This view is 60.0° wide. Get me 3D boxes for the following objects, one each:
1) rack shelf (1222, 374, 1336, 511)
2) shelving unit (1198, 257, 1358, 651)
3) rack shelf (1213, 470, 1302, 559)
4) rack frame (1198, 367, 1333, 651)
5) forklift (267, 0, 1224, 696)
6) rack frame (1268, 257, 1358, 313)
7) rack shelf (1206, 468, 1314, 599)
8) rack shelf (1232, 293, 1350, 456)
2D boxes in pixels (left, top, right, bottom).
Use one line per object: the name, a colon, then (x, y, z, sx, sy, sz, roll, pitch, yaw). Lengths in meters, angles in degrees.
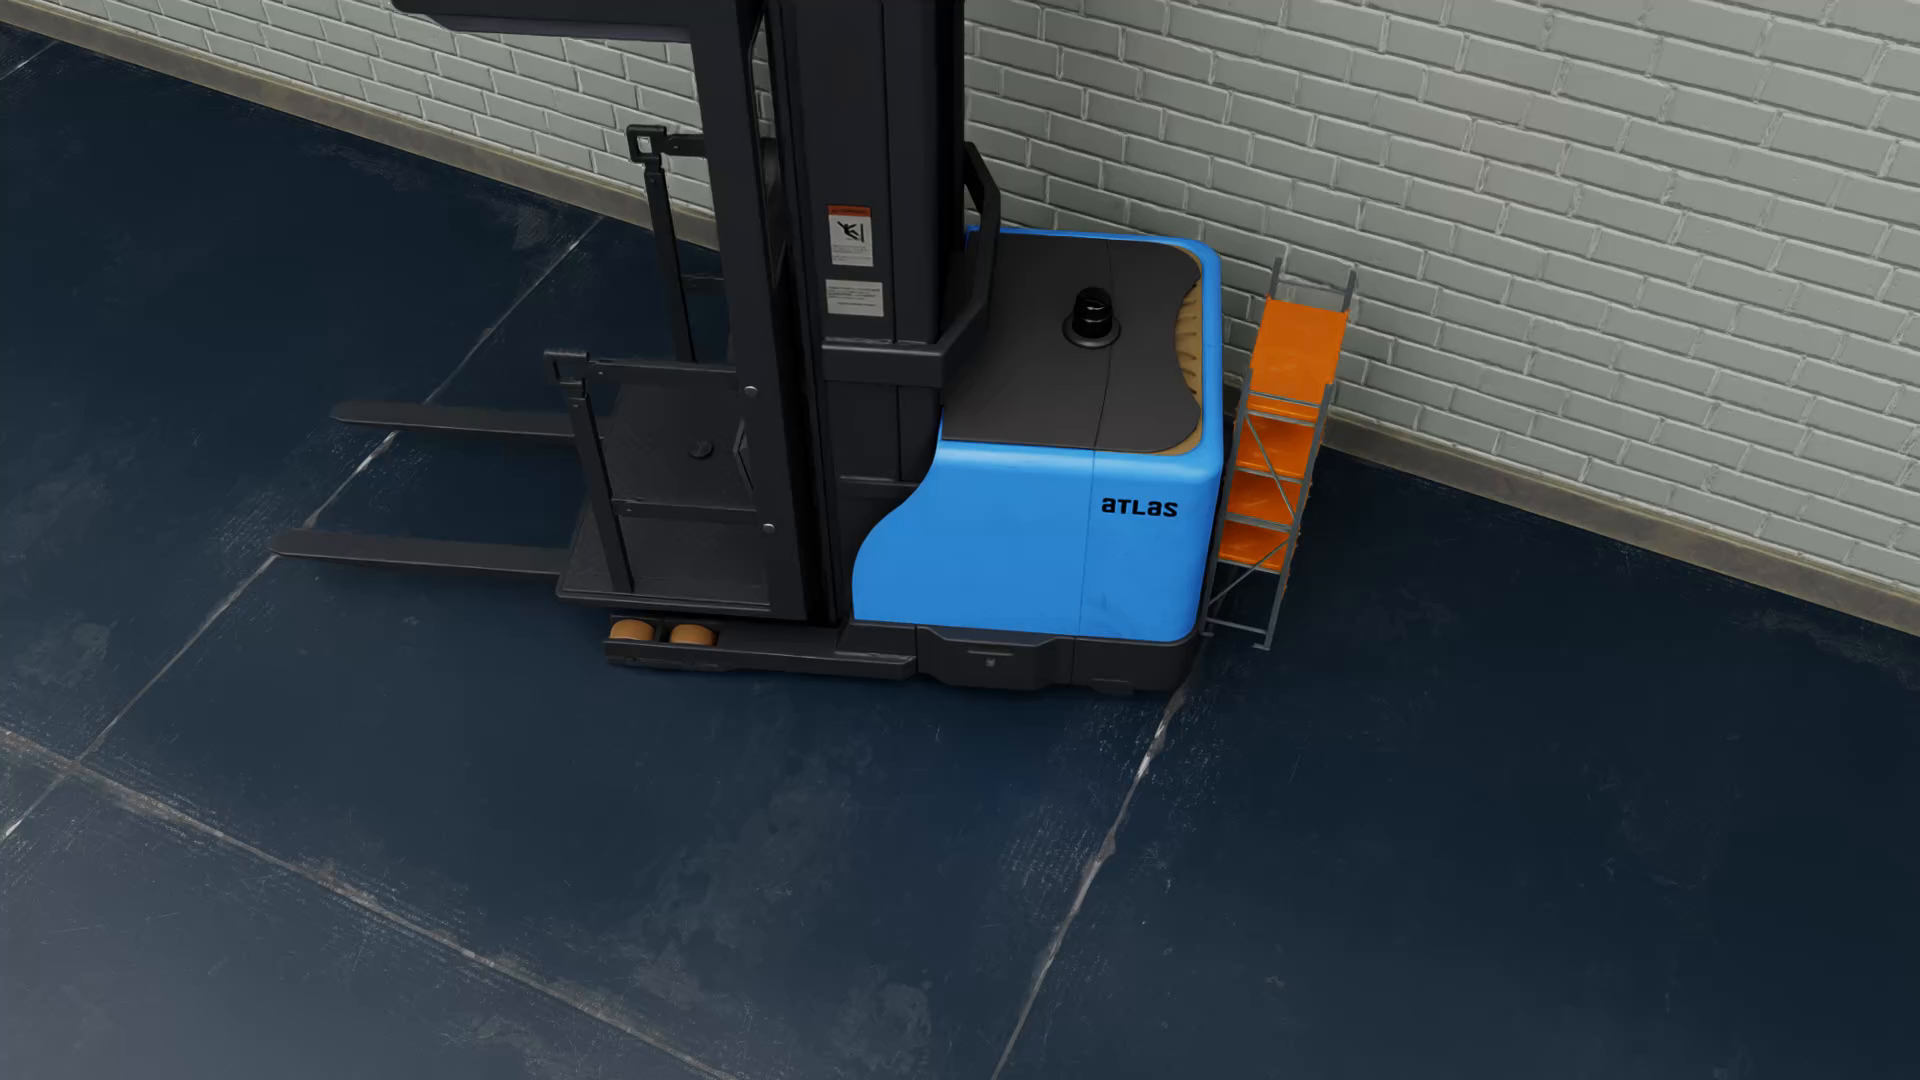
rack shelf: (0.970, -0.336, 5.042, 0.258, 0.148, 0.480, 13, 51, 11)
shelving unit: (0.969, -0.234, 5.161, 0.258, 1.200, 0.503, 13, 51, 11)
rack shelf: (0.969, -0.191, 5.212, 0.258, 0.148, 0.480, 13, 51, 11)
rack frame: (0.900, -0.056, 5.010, 0.240, 1.200, 0.015, 13, 51, 11)
forklift: (-0.730, -0.923, 4.611, 3.031, 2.935, 1.130, 4, 50, 3)
rack frame: (1.039, -0.412, 5.313, 0.240, 1.200, 0.015, 13, 51, 11)
rack shelf: (0.969, -0.062, 5.364, 0.258, 0.148, 0.480, 13, 51, 11)
rack shelf: (0.970, -0.489, 4.862, 0.258, 0.148, 0.480, 13, 51, 11)
